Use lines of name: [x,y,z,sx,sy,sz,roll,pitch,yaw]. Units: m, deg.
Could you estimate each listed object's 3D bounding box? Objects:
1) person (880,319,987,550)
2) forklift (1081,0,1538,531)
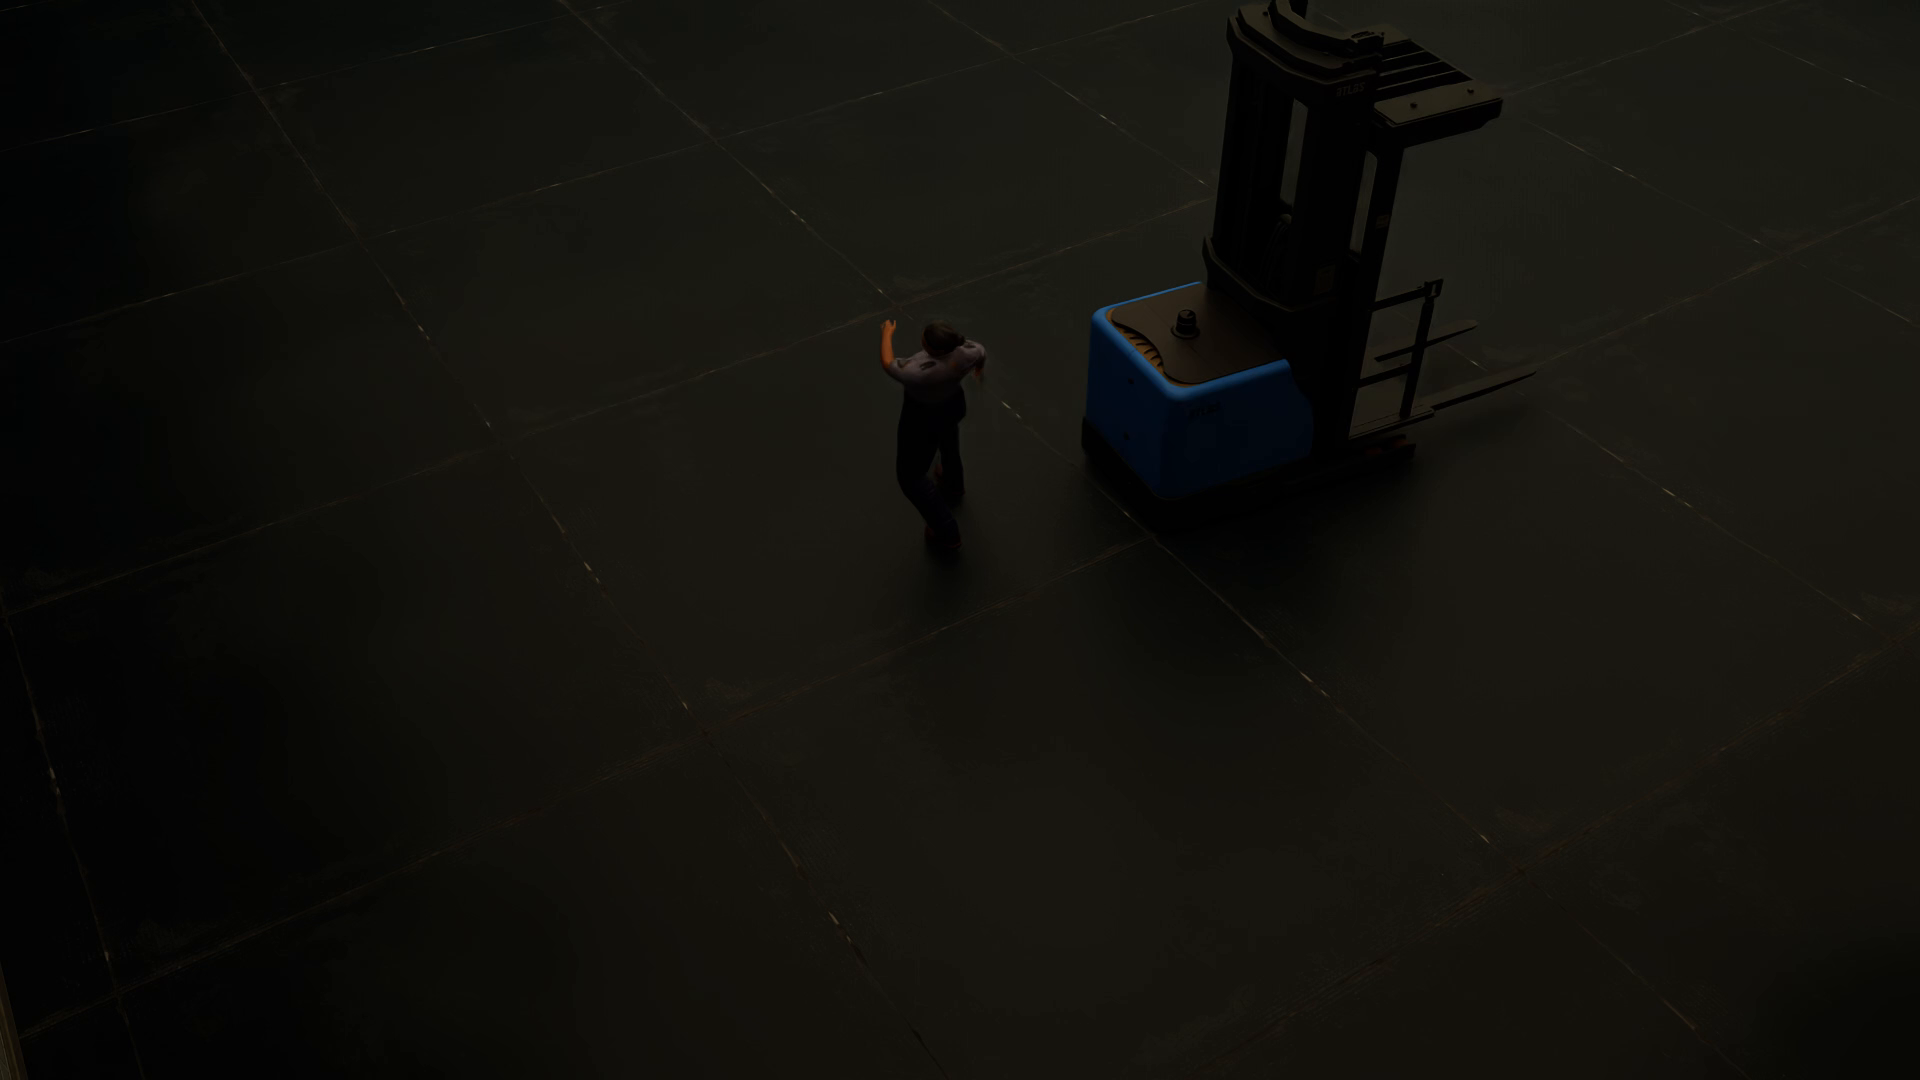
person: [-0.130,-0.815,9.828,0.817,1.502,0.799,27,48,28]
forklift: [2.336,-1.826,9.961,3.031,2.935,1.130,-18,44,-19]
